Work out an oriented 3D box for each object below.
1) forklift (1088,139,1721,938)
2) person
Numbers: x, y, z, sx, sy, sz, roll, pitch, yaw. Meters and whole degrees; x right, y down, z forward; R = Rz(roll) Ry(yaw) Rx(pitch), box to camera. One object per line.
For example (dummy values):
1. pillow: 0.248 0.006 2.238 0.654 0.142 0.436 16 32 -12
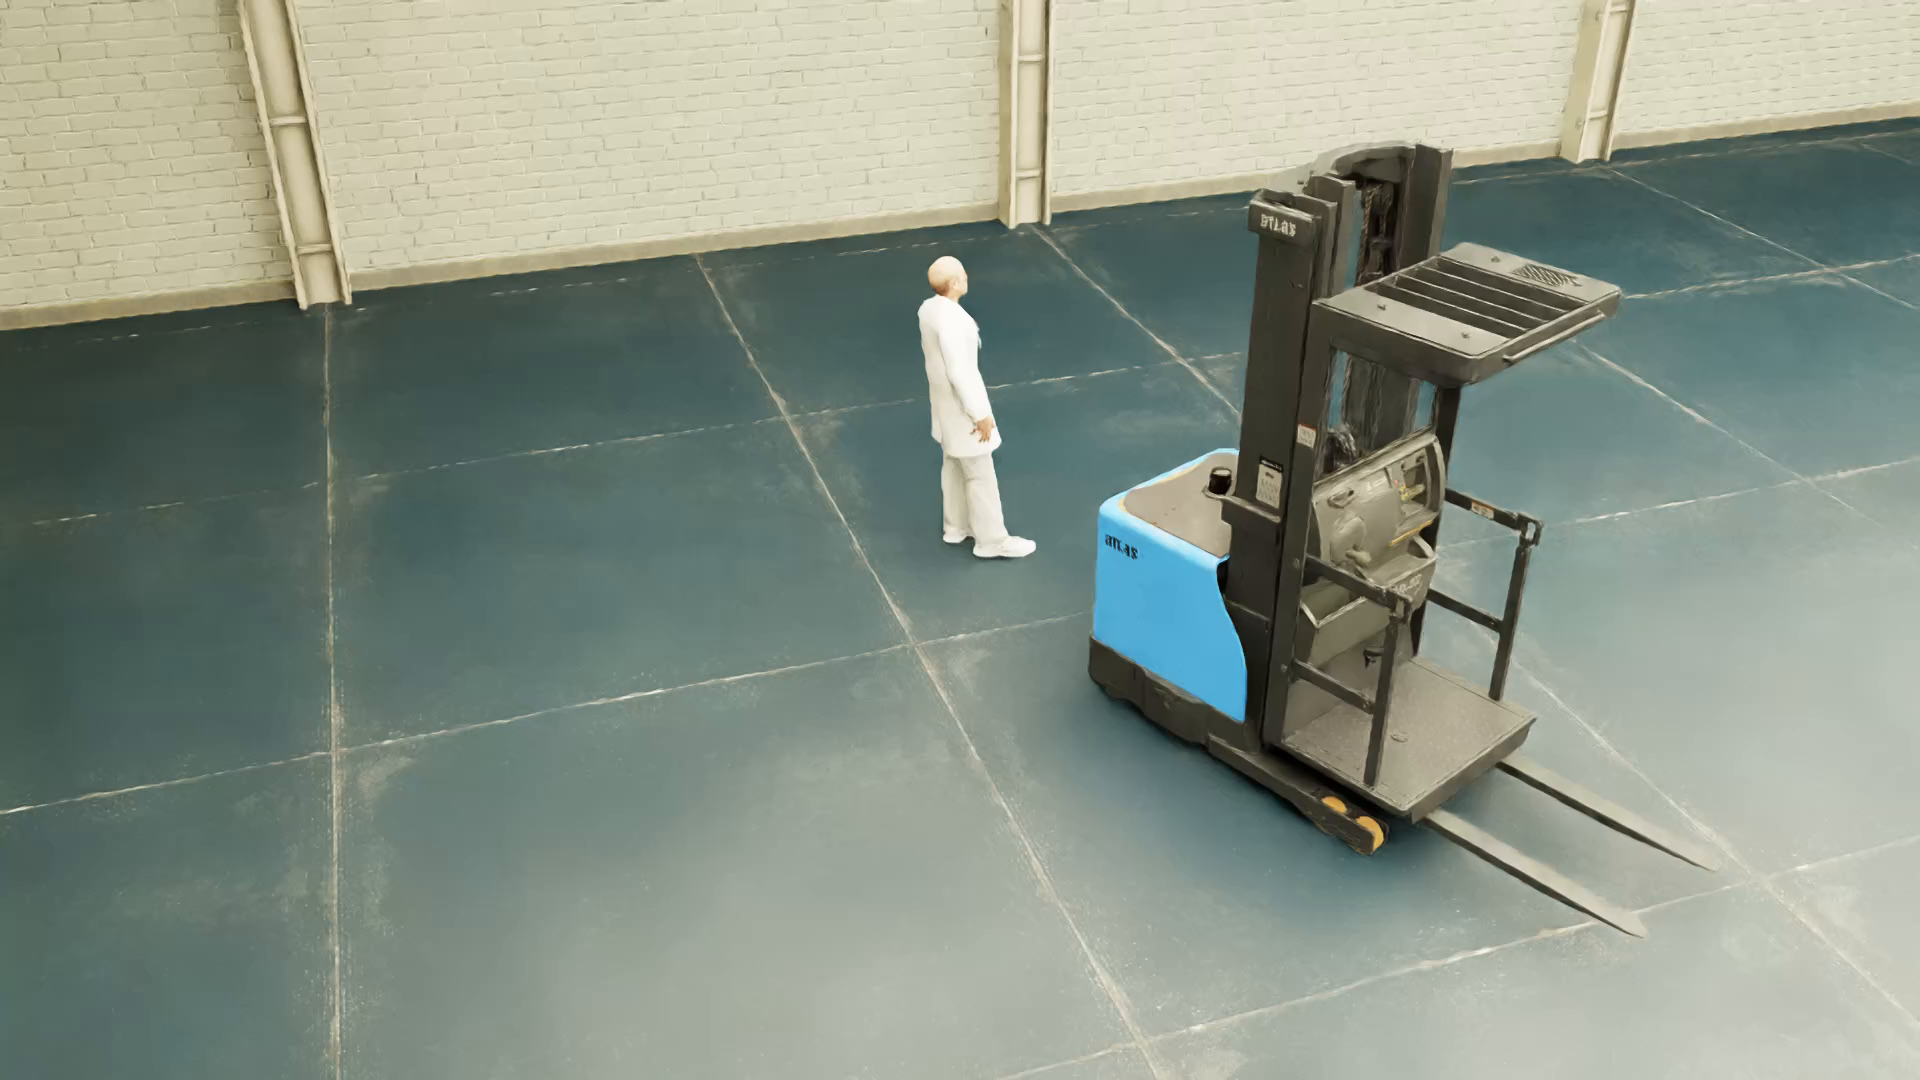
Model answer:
1. forklift: 2.023 -0.134 7.321 1.130 2.935 3.031 -24 38 -35
2. person: 0.088 -0.789 9.600 0.579 1.776 0.694 -10 31 -16
